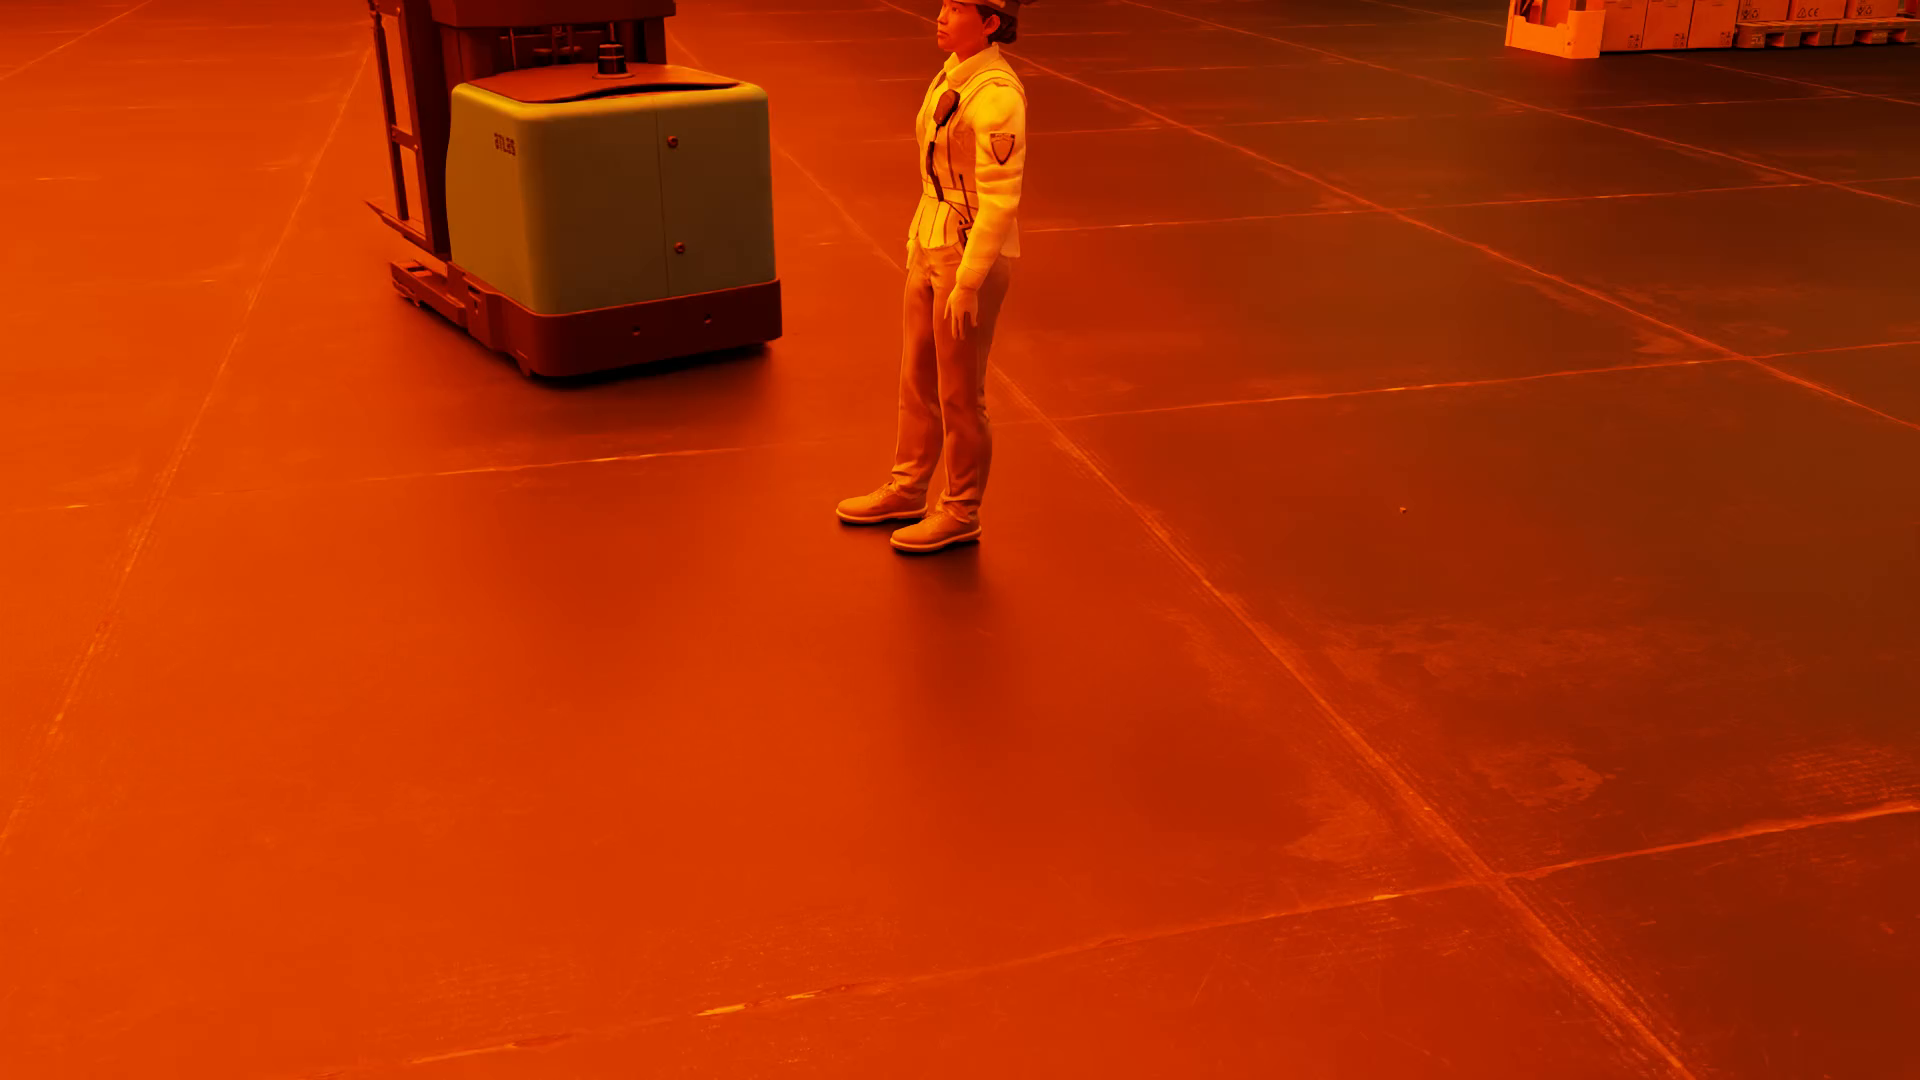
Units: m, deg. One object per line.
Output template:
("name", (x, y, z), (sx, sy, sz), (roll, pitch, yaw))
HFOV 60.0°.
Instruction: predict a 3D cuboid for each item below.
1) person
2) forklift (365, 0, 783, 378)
("person", (-0.068, -0.782, 4.708), (0.530, 1.694, 0.587), (-6, 24, -14))
("forklift", (-1.967, -2.493, 7.167), (1.130, 2.935, 3.031), (-15, 27, -31))
